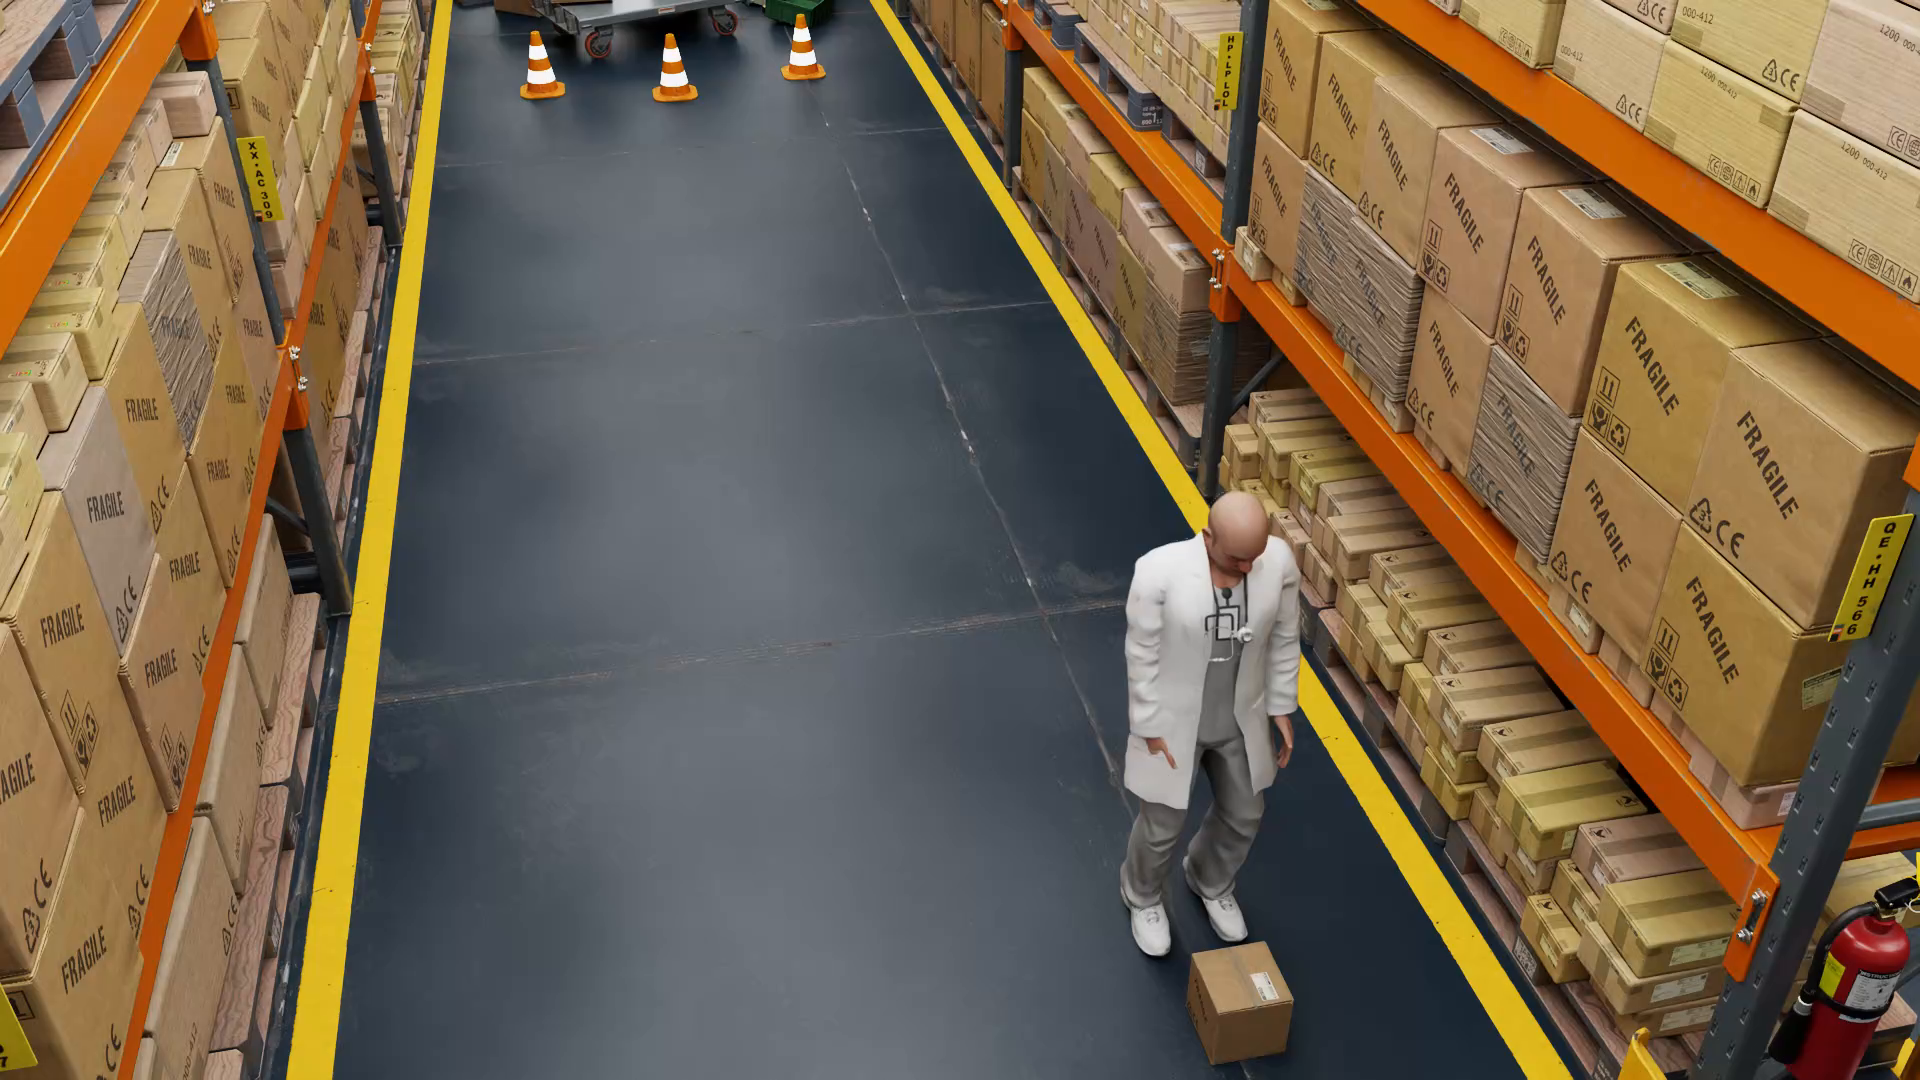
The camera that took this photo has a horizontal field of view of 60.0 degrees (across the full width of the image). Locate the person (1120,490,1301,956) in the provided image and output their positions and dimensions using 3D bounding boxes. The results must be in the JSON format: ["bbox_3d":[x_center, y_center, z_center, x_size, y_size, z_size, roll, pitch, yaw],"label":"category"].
[{"bbox_3d":[0.799,0.580,5.325,0.575,1.751,0.381,-7,35,-11],"label":"person"}]
